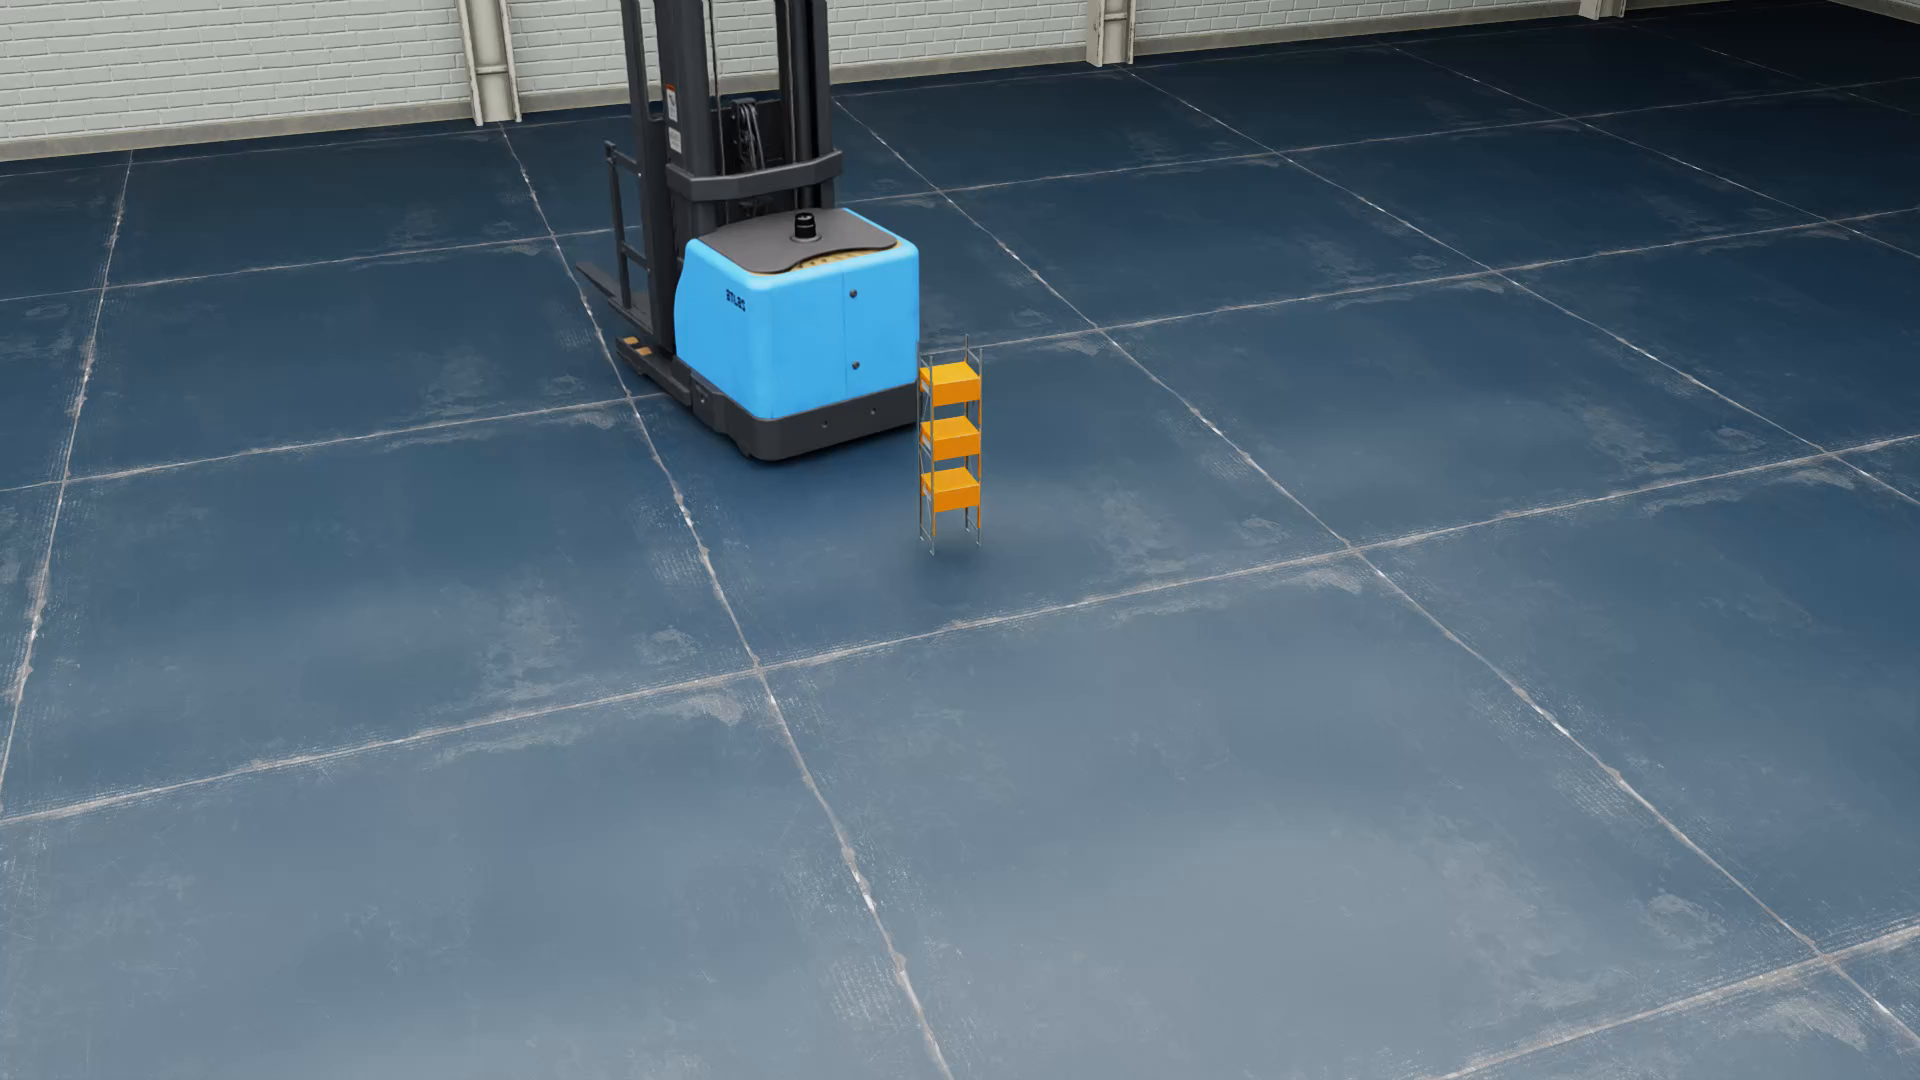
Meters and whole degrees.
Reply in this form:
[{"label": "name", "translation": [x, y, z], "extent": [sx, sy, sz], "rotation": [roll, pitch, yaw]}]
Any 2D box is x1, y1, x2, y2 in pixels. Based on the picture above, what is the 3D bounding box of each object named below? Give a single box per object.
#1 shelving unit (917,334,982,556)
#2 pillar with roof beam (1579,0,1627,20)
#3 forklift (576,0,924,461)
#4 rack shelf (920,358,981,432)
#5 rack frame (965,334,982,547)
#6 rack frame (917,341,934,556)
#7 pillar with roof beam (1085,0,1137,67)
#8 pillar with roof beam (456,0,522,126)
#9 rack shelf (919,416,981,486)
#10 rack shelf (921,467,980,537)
[{"label": "shelving unit", "translation": [-0.050, -0.447, 7.974], "extent": [0.252, 1.050, 0.215], "rotation": [-10, 31, -18]}, {"label": "pillar with roof beam", "translation": [8.618, -7.743, 12.750], "extent": [0.400, 9.000, 9.100], "rotation": [-10, 31, -18]}, {"label": "forklift", "translation": [-1.435, -2.380, 9.466], "extent": [1.130, 2.935, 3.031], "rotation": [-18, 34, -29]}, {"label": "rack shelf", "translation": [-0.050, -0.684, 7.839], "extent": [0.240, 0.259, 0.215], "rotation": [-10, 31, -18]}, {"label": "rack frame", "translation": [0.064, -0.468, 8.011], "extent": [0.008, 1.050, 0.200], "rotation": [-10, 31, -18]}, {"label": "rack frame", "translation": [-0.164, -0.426, 7.937], "extent": [0.008, 1.050, 0.200], "rotation": [-10, 31, -18]}, {"label": "pillar with roof beam", "translation": [2.994, -6.707, 10.933], "extent": [0.400, 9.000, 9.100], "rotation": [-10, 31, -18]}, {"label": "pillar with roof beam", "translation": [-2.629, -5.672, 9.115], "extent": [0.400, 9.000, 9.100], "rotation": [-10, 31, -18]}, {"label": "rack shelf", "translation": [-0.050, -0.438, 7.979], "extent": [0.240, 0.259, 0.215], "rotation": [-10, 31, -18]}, {"label": "rack shelf", "translation": [-0.050, -0.196, 8.117], "extent": [0.240, 0.259, 0.215], "rotation": [-10, 31, -18]}]
